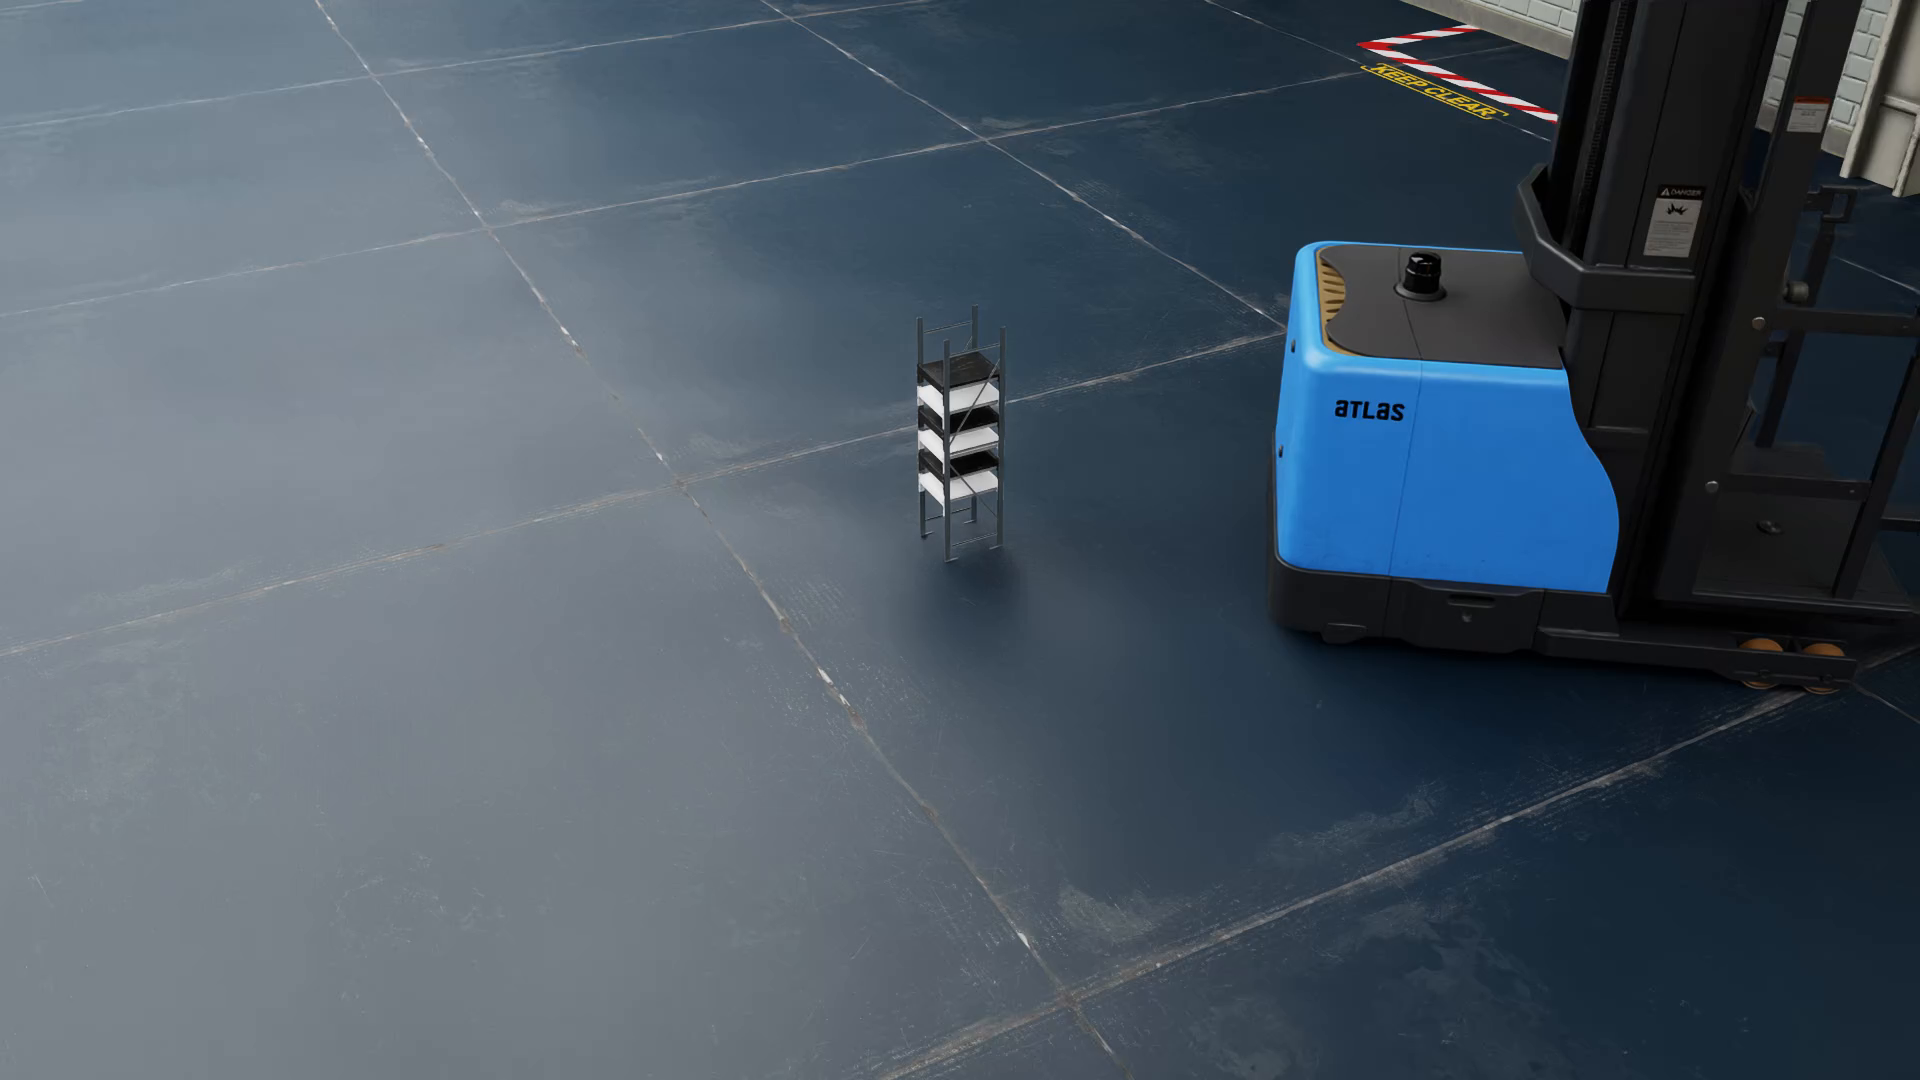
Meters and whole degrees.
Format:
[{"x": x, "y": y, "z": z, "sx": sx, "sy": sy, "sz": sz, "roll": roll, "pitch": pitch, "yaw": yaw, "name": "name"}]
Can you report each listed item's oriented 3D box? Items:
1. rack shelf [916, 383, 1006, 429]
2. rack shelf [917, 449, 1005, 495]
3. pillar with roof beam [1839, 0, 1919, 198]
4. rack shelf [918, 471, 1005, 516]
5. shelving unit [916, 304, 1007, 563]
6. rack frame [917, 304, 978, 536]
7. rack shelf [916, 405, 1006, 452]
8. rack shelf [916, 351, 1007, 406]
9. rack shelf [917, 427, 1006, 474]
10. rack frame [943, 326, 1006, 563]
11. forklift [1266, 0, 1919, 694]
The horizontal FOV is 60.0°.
[{"x": 0.004, "y": -0.499, "z": 5.922, "sx": 0.258, "sy": 0.077, "sz": 0.200, "roll": -16, "pitch": 36, "yaw": -23, "name": "rack shelf"}, {"x": 0.004, "y": -0.271, "z": 6.068, "sx": 0.258, "sy": 0.077, "sz": 0.200, "roll": -16, "pitch": 36, "yaw": -23, "name": "rack shelf"}, {"x": 1.441, "y": -4.734, "z": 5.298, "sx": 9.100, "sy": 9.000, "sz": 0.400, "roll": -16, "pitch": 36, "yaw": -23, "name": "pillar with roof beam"}, {"x": 0.004, "y": -0.195, "z": 6.116, "sx": 0.258, "sy": 0.077, "sz": 0.200, "roll": -16, "pitch": 36, "yaw": -23, "name": "rack shelf"}, {"x": 0.004, "y": -0.375, "z": 6.001, "sx": 0.258, "sy": 0.900, "sz": 0.210, "roll": -16, "pitch": 36, "yaw": -23, "name": "shelving unit"}, {"x": -0.044, "y": -0.424, "z": 6.077, "sx": 0.240, "sy": 0.900, "sz": 0.006, "roll": -16, "pitch": 36, "yaw": -23, "name": "rack frame"}, {"x": 0.004, "y": -0.423, "z": 5.971, "sx": 0.258, "sy": 0.077, "sz": 0.200, "roll": -16, "pitch": 36, "yaw": -23, "name": "rack shelf"}, {"x": 0.004, "y": -0.574, "z": 5.874, "sx": 0.258, "sy": 0.077, "sz": 0.200, "roll": -16, "pitch": 36, "yaw": -23, "name": "rack shelf"}, {"x": 0.004, "y": -0.347, "z": 6.019, "sx": 0.258, "sy": 0.077, "sz": 0.200, "roll": -16, "pitch": 36, "yaw": -23, "name": "rack shelf"}, {"x": 0.051, "y": -0.327, "z": 5.925, "sx": 0.240, "sy": 0.900, "sz": 0.006, "roll": -16, "pitch": 36, "yaw": -23, "name": "rack frame"}, {"x": 2.621, "y": -1.036, "z": 5.149, "sx": 3.031, "sy": 2.935, "sz": 1.130, "roll": 5, "pitch": 33, "yaw": 7, "name": "forklift"}]
